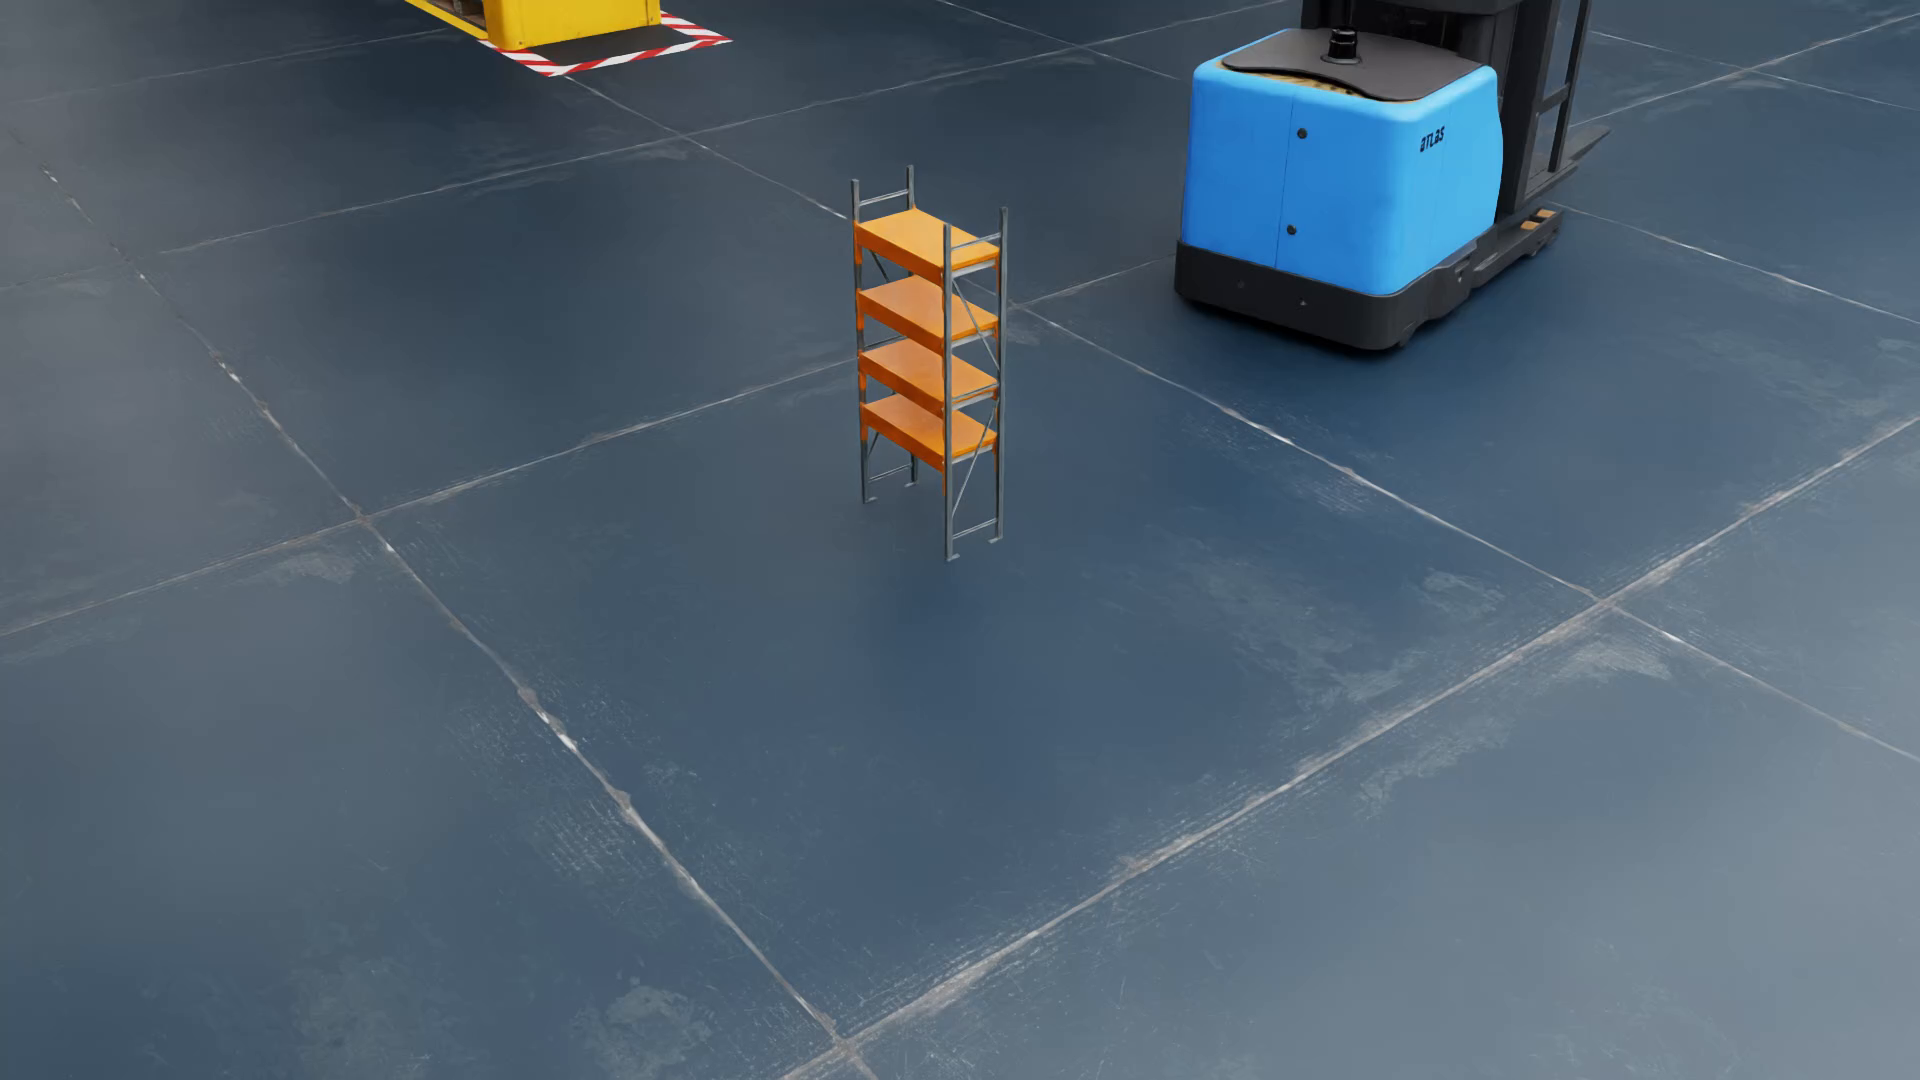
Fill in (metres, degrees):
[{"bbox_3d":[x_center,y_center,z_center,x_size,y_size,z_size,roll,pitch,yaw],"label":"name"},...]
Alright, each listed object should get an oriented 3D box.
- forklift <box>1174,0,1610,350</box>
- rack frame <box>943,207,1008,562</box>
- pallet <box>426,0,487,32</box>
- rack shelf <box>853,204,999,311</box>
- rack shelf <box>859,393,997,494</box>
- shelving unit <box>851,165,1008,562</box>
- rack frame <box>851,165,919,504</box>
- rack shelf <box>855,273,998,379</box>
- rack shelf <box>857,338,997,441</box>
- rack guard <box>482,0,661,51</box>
[{"bbox_3d":[2.264,-2.743,7.388,1.130,2.935,3.031,23,38,32],"label":"forklift"},{"bbox_3d":[0.048,-0.477,5.381,0.240,1.200,0.015,-22,38,-31],"label":"rack frame"},{"bbox_3d":[-3.106,-3.894,11.819,1.003,0.211,1.213,-22,38,-31],"label":"pallet"},{"bbox_3d":[-0.102,-0.912,5.337,0.258,0.148,0.480,-22,38,-31],"label":"rack shelf"},{"bbox_3d":[-0.102,-0.353,5.685,0.258,0.148,0.480,-22,38,-31],"label":"rack shelf"},{"bbox_3d":[-0.102,-0.579,5.545,0.258,1.200,0.503,-22,38,-31],"label":"shelving unit"},{"bbox_3d":[-0.251,-0.680,5.708,0.240,1.200,0.015,-22,38,-31],"label":"rack frame"},{"bbox_3d":[-0.102,-0.712,5.462,0.258,0.148,0.480,-22,38,-31],"label":"rack shelf"},{"bbox_3d":[-0.102,-0.522,5.580,0.258,0.148,0.480,-22,38,-31],"label":"rack shelf"},{"bbox_3d":[-2.612,-3.676,11.195,1.175,0.500,0.348,-22,38,-31],"label":"rack guard"}]
